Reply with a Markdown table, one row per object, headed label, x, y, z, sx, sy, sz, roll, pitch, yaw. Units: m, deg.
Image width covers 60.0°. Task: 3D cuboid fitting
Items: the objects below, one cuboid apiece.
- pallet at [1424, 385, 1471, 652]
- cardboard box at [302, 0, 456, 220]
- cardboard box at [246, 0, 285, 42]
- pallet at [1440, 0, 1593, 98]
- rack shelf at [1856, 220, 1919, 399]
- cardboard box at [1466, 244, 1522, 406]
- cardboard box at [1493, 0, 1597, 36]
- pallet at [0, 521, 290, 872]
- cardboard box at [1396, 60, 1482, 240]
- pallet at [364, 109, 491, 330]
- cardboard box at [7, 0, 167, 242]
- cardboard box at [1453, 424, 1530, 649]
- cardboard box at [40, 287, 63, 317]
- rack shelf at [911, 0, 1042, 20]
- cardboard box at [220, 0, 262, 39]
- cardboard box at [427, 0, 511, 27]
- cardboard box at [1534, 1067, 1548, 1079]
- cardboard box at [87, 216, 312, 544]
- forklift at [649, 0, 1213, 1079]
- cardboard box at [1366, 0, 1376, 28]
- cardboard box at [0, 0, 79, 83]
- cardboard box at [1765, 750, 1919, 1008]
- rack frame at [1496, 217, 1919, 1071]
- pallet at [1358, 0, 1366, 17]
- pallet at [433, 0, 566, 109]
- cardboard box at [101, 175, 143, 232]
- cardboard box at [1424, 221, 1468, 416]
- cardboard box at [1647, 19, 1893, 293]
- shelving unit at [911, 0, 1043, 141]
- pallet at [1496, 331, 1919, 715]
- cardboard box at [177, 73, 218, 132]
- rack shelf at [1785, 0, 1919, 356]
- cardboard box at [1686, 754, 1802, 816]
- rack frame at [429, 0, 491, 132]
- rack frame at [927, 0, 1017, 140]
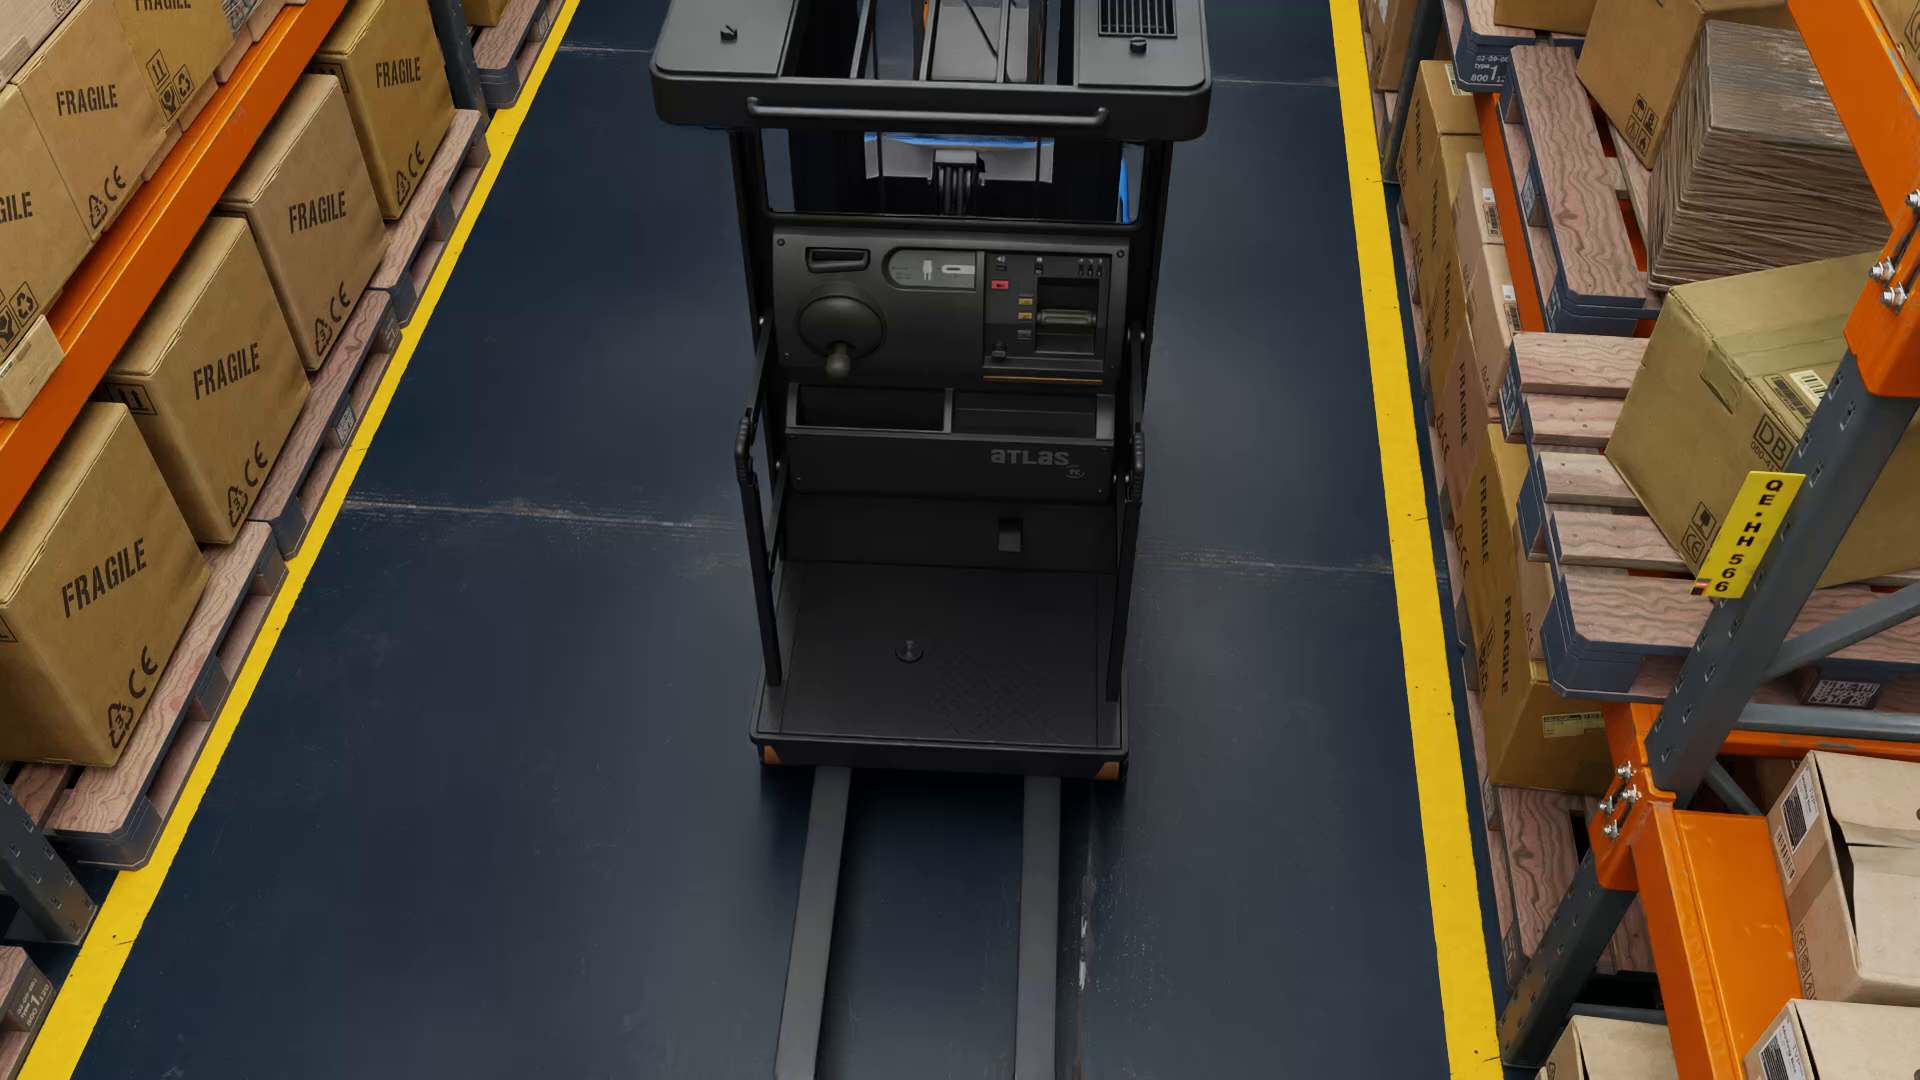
| label | x | y | z | sx | sy | sz | roll | pitch | yaw |
| --- | --- | --- | --- | --- | --- | --- | --- | --- | --- |
| pallet | 2.176 | -0.110 | 5.708 | 1.003 | 0.211 | 1.213 | 4 | 48 | 4 |
| cardboard box | -2.542 | -1.811 | 6.546 | 0.750 | 0.750 | 0.750 | 4 | 48 | 4 |
| cardboard box | -2.483 | -1.788 | 5.509 | 0.380 | 0.149 | 0.250 | 4 | 48 | 4 |
| pallet | 2.140 | -1.906 | 5.590 | 1.003 | 0.211 | 1.213 | 4 | 48 | 4 |
| rack shelf | 1.774 | 1.089 | 1.176 | 1.077 | 0.370 | 4.000 | 4 | 48 | 4 |
| cardboard box | 1.898 | -0.666 | 5.214 | 0.500 | 0.250 | 0.500 | 3 | 48 | 3 |
| cardboard box | 2.056 | -1.883 | 5.087 | 0.700 | 0.500 | 0.500 | 11 | 48 | 10 |
| pallet | -2.830 | 0.425 | 5.218 | 1.003 | 0.211 | 1.213 | 4 | 48 | 4 |
| cardboard box | 2.035 | -1.516 | 6.500 | 0.500 | 0.500 | 0.500 | 2 | 48 | 2 |
| pallet | -2.607 | -1.368 | 6.858 | 1.003 | 0.211 | 1.213 | 4 | 48 | 4 |
| cardboard box | -2.574 | -1.171 | 4.505 | 0.500 | 0.500 | 0.500 | 4 | 48 | 3 |
| cardboard box | 1.856 | 0.001 | 5.112 | 0.500 | 0.500 | 0.500 | 2 | 48 | 2 |
| cardboard box | -2.676 | -0.657 | 4.475 | 0.380 | 0.149 | 0.250 | 3 | 48 | 3 |
| rack shelf | 0.065 | -2.002 | 5.228 | 0.431 | 0.518 | 0.480 | 2 | 48 | 2 |
| cardboard box | -2.494 | -1.922 | 5.192 | 0.500 | 0.500 | 0.500 | 4 | 48 | 4 |
| cardboard box | -2.442 | -2.722 | 7.616 | 0.700 | 0.500 | 0.500 | 4 | 48 | 4 |
| cardboard box | 1.617 | 1.540 | 3.887 | 0.500 | 0.250 | 0.500 | 4 | 48 | 3 |
| cardboard box | -2.693 | -0.533 | 5.377 | 0.750 | 0.750 | 0.750 | 4 | 48 | 3 |
| forklift | -0.036 | -0.512 | 4.232 | 1.130 | 2.935 | 3.031 | 2 | 48 | 2 |
| cardboard box | 2.065 | -2.454 | 7.596 | 0.380 | 0.149 | 0.250 | 4 | 48 | 4 |
| cardboard box | -2.589 | -1.415 | 4.220 | 0.500 | 0.250 | 0.500 | 4 | 48 | 4 |
| cardboard box | 1.880 | 0.683 | 3.153 | 0.500 | 0.311 | 0.500 | 7 | 48 | 6 |
| rack frame | 1.957 | 0.389 | 3.362 | 1.000 | 3.000 | 0.127 | 4 | 48 | 4 |
| pallet | 2.493 | -3.013 | 8.363 | 1.003 | 0.211 | 1.213 | 4 | 48 | 4 |
| pallet | -2.465 | -2.493 | 7.887 | 1.003 | 0.211 | 1.213 | 4 | 48 | 4 |
| cardboard box | -2.627 | -1.037 | 4.823 | 0.380 | 0.149 | 0.250 | 5 | 48 | 4 |
| cardboard box | 1.944 | -0.757 | 5.805 | 0.500 | 0.500 | 0.500 | 4 | 48 | 4 |
| cardboard box | 2.175 | -0.916 | 4.203 | 0.700 | 0.500 | 0.500 | 12 | 49 | 11 |
| shelving unit | 0.065 | -1.539 | 5.734 | 0.431 | 2.100 | 0.503 | 2 | 48 | 2 |
| pallet | 1.949 | -0.049 | 3.892 | 1.213 | 0.211 | 1.003 | 4 | 48 | 4 |
| cardboard box | -2.556 | -1.410 | 5.164 | 0.380 | 0.149 | 0.250 | 5 | 48 | 5 |
| rack shelf | 2.139 | -1.850 | 3.864 | 1.077 | 0.370 | 4.000 | 4 | 48 | 4 |
| cardboard box | 2.283 | 0.769 | 4.410 | 0.500 | 0.500 | 0.500 | 6 | 48 | 5 |
| rack frame | -2.612 | -2.881 | 6.352 | 1.000 | 3.000 | 0.127 | 4 | 48 | 4 |
| rack frame | 0.079 | -1.718 | 5.899 | 0.400 | 2.100 | 0.015 | 2 | 48 | 2 |
